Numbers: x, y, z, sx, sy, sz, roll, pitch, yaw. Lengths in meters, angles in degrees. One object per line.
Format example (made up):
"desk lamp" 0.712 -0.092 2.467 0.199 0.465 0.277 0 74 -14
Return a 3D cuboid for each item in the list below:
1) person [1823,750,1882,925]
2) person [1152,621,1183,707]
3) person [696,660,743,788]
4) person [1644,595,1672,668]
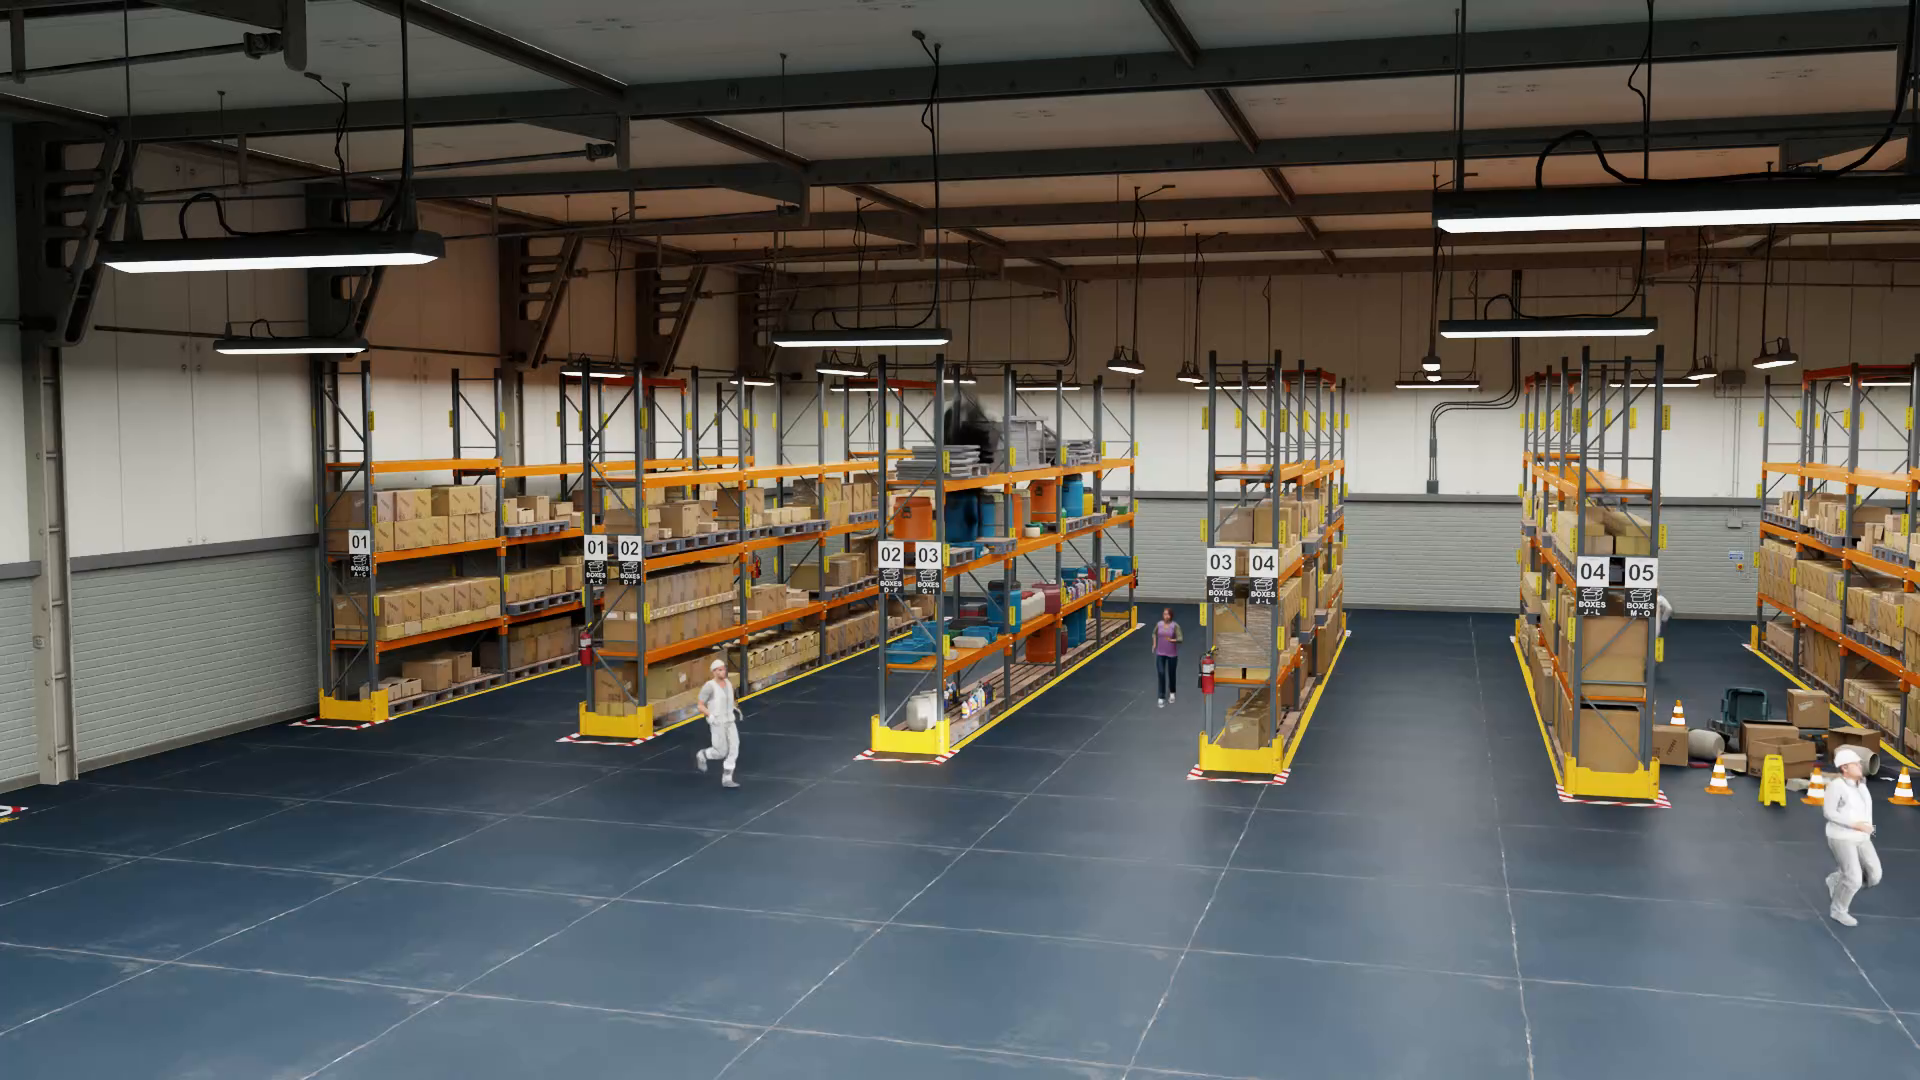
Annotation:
"person" 8.875 2.957 16.568 0.698 1.735 0.591 -2 5 -30
"person" 3.424 2.036 27.544 0.531 1.390 0.819 1 4 14
"person" -3.292 2.513 22.824 0.773 1.749 0.646 4 5 41
"person" 13.948 1.725 33.639 0.692 1.742 0.656 0 4 7
